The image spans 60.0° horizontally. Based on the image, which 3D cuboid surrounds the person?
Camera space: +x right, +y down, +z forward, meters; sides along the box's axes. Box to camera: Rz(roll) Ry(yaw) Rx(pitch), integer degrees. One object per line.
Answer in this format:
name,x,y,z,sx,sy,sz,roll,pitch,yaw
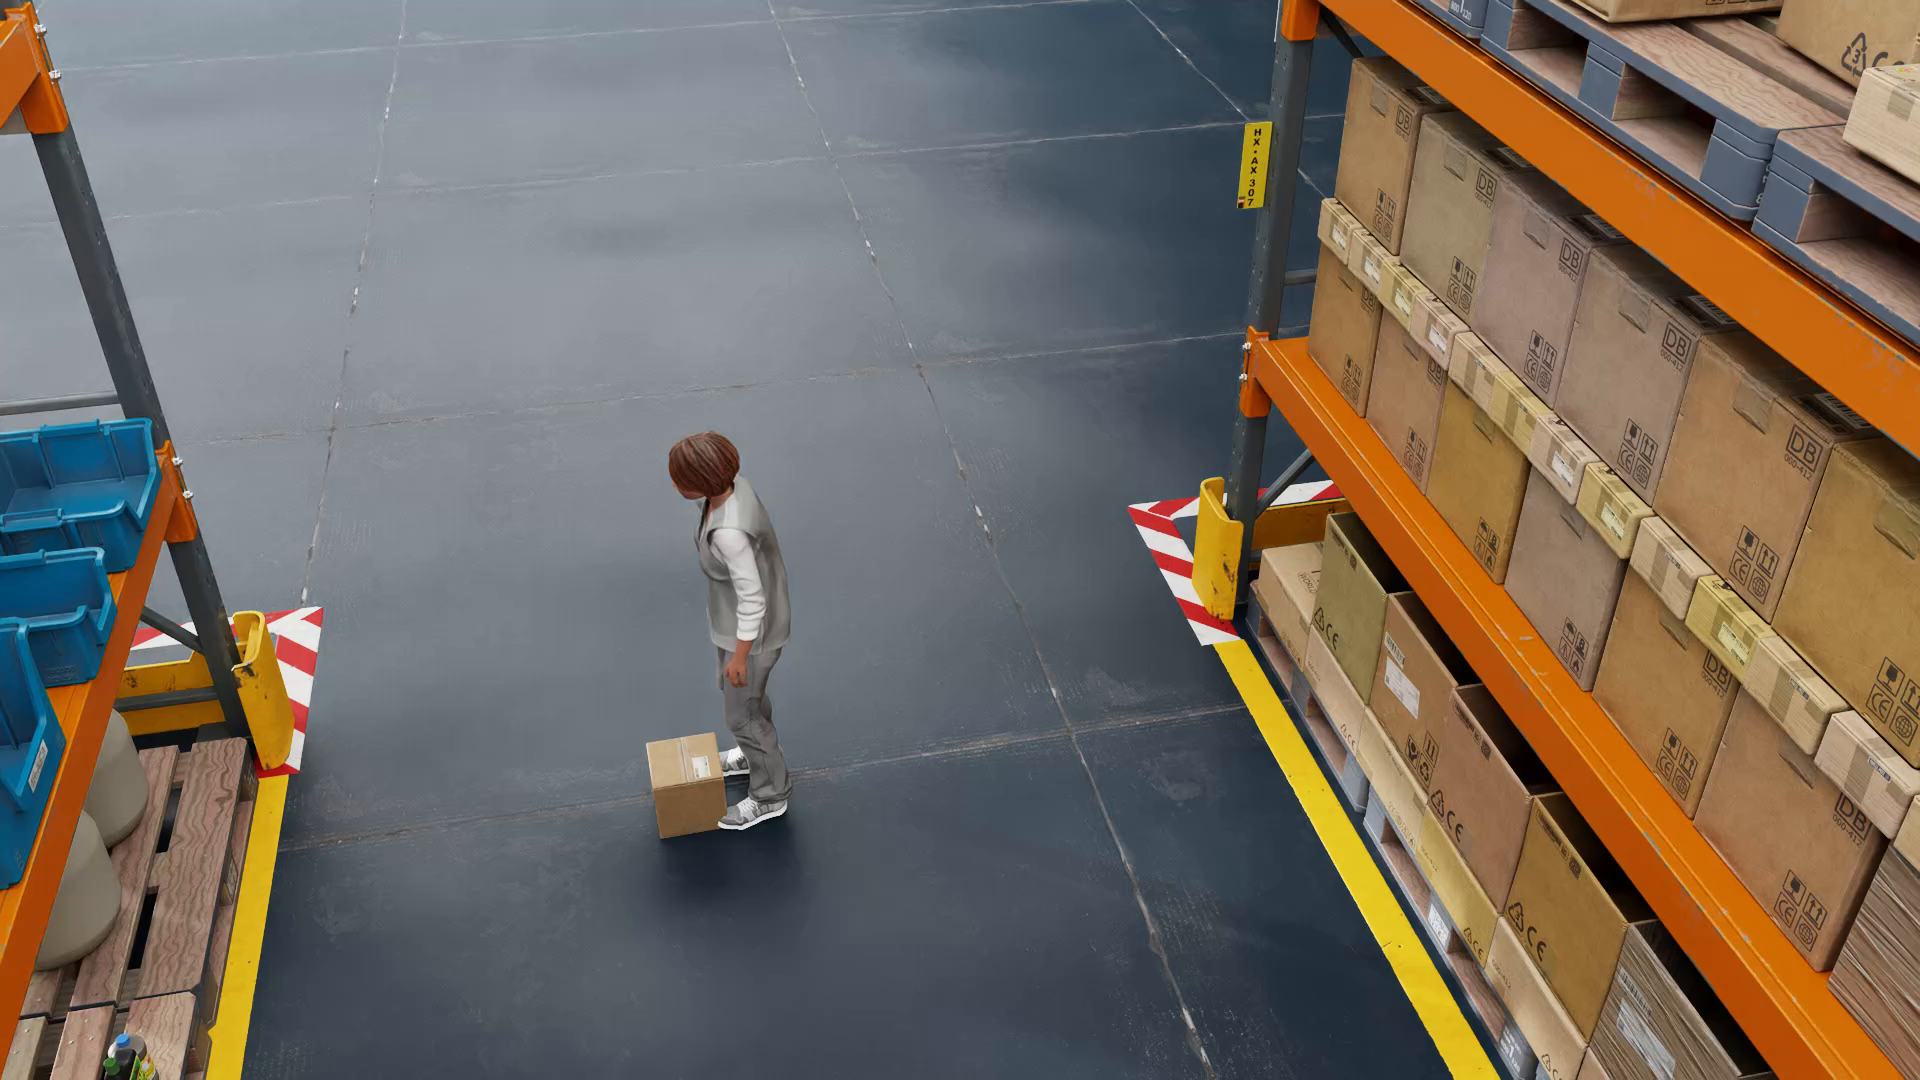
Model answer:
person,-0.759,0.305,5.716,0.350,1.592,0.467,-8,36,-11
